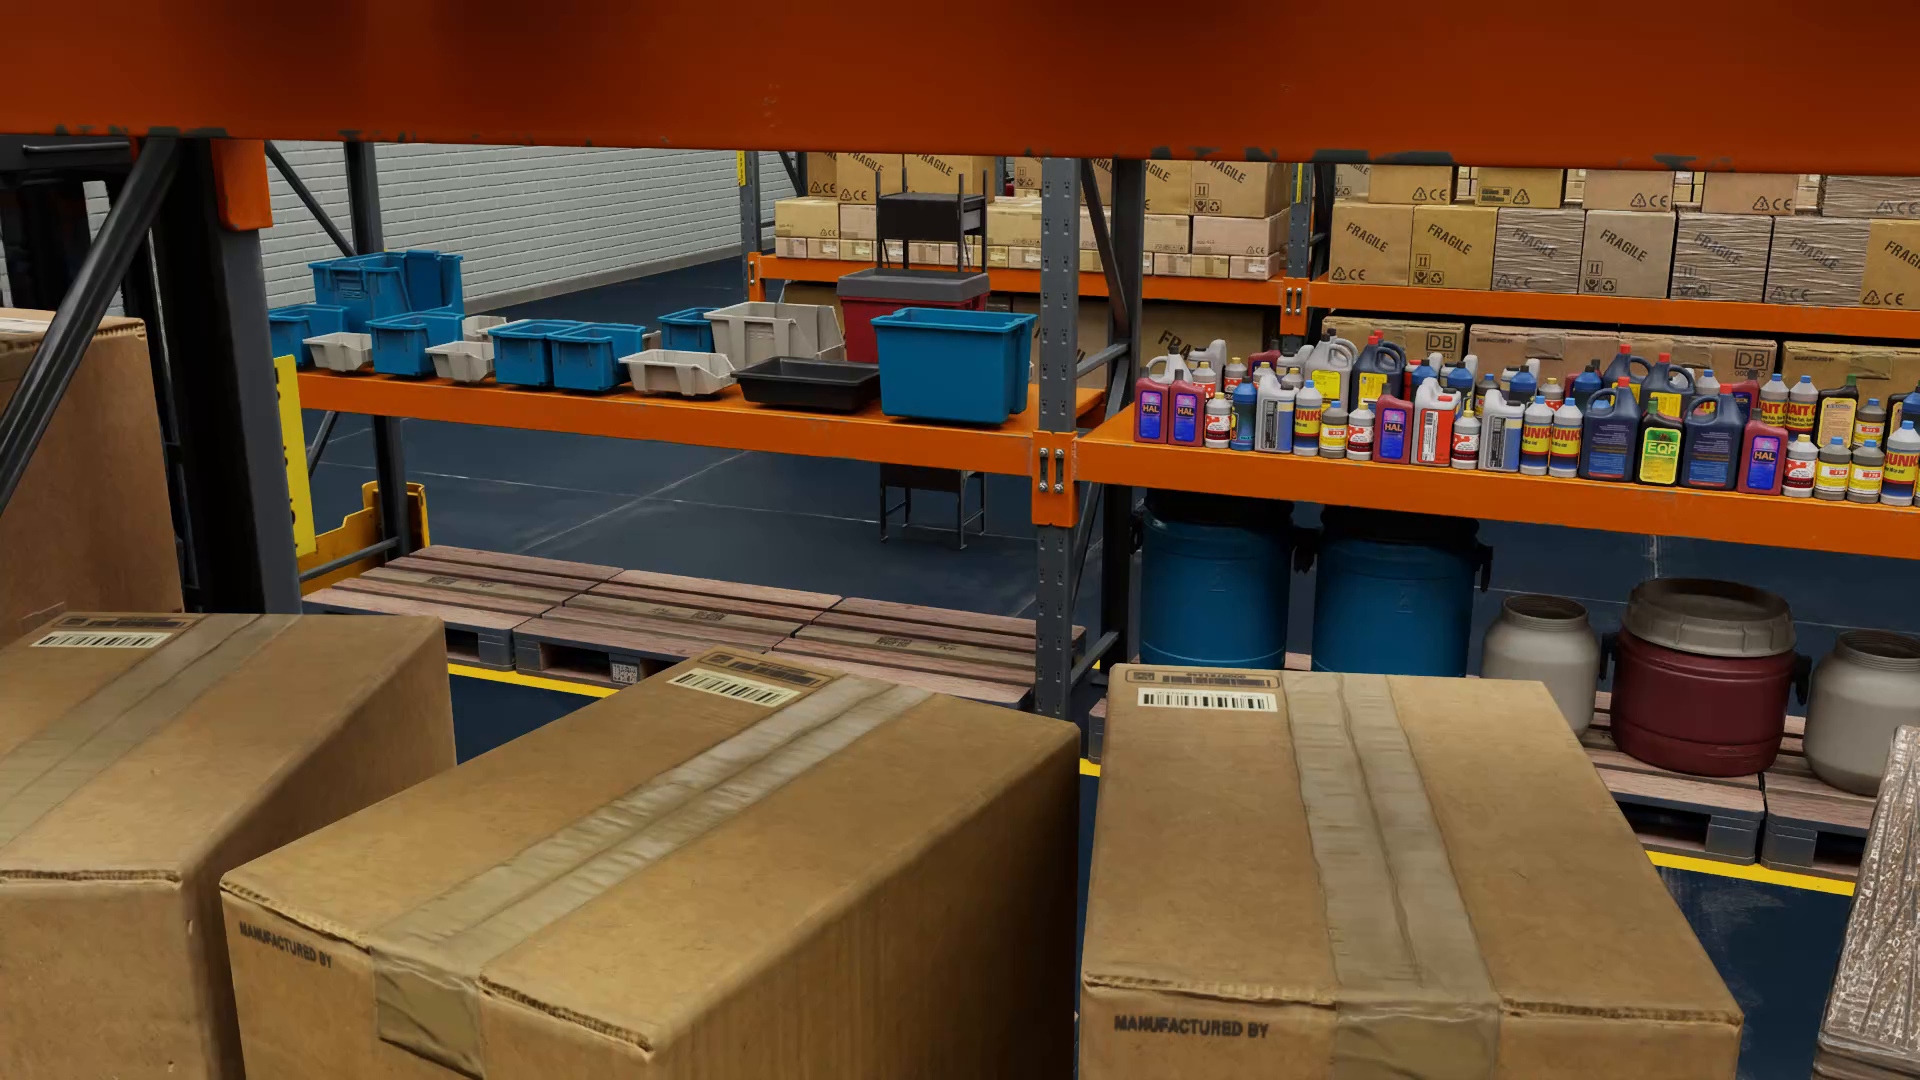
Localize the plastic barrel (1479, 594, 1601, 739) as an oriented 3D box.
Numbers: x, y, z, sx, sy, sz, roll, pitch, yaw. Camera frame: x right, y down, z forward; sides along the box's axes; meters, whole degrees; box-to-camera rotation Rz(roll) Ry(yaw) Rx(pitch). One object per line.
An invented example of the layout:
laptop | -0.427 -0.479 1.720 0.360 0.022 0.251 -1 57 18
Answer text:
plastic barrel | 2.190 0.496 6.294 0.421 0.512 0.421 0 16 0

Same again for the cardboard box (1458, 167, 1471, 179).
cardboard box | 4.468 -3.335 14.947 0.250 0.149 0.380 7 17 22

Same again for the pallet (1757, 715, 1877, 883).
pallet | 3.511 0.968 5.961 1.213 0.211 1.003 6 17 21

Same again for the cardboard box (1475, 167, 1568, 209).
cardboard box | 3.588 -2.388 10.542 0.637 0.503 0.797 6 17 21

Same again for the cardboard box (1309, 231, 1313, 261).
cardboard box | 4.615 -3.720 20.950 0.875 0.438 0.875 6 17 19

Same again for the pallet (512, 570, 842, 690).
pallet | -1.298 0.439 7.783 1.213 0.211 1.003 6 17 21

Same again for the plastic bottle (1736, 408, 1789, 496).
plastic bottle | 2.664 -0.293 5.512 0.133 0.283 0.061 6 17 21

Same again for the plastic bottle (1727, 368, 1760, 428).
plastic bottle | 2.918 -0.503 6.237 0.133 0.283 0.061 6 17 21

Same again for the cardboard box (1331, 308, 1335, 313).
cardboard box | 3.604 -2.221 15.770 0.250 0.149 0.380 5 17 18

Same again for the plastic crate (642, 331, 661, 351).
plastic crate | -1.542 -0.904 7.774 0.250 0.136 0.298 6 17 21

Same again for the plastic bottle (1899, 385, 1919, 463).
plastic bottle | 3.426 -0.418 5.965 0.097 0.271 0.097 0 16 0

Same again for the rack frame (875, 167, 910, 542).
rack frame | -0.381 -1.050 9.525 0.015 2.100 0.400 6 17 21

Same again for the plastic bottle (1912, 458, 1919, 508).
plastic bottle | 3.140 -0.207 5.362 0.097 0.201 0.097 0 16 0

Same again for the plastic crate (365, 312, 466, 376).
plastic crate | -2.461 -0.890 7.552 0.300 0.233 0.416 6 17 21

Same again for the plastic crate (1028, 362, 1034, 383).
plastic crate | 0.159 -0.697 7.061 0.243 0.136 0.396 6 17 21

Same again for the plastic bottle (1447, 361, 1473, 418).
plastic bottle | 1.930 -0.555 6.437 0.097 0.271 0.097 0 16 0

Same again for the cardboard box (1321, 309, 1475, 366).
cardboard box | 2.959 -1.116 11.196 0.875 0.875 1.225 6 17 21

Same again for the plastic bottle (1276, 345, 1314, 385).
plastic bottle | 1.364 -0.657 6.779 0.135 0.276 0.152 6 17 21

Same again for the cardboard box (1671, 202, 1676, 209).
cardboard box | 4.302 -1.910 10.692 0.500 0.500 0.500 6 17 21

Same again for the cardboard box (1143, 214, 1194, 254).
cardboard box | 1.367 -2.095 11.247 0.500 0.250 0.500 7 18 22

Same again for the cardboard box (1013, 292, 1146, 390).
cardboard box | 0.935 -1.357 12.025 0.875 0.875 0.875 6 17 21

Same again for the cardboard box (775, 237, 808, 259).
cardboard box | -1.155 -2.162 12.190 0.250 0.149 0.380 6 17 21

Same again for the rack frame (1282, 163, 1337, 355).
rack frame | 2.356 -1.995 11.166 0.127 3.000 1.000 6 17 21

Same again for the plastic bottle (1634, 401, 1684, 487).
plastic bottle | 2.368 -0.326 5.624 0.133 0.283 0.061 6 17 21

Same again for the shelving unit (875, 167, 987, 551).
shelving unit | -0.154 -1.025 9.439 0.503 2.100 0.431 6 17 21

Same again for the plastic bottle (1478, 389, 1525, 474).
plastic bottle | 1.907 -0.386 5.847 0.135 0.276 0.152 6 17 21

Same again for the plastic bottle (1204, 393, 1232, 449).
plastic bottle | 0.962 -0.446 6.187 0.097 0.201 0.097 0 16 0

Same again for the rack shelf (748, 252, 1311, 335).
rack shelf | 0.496 -1.854 11.971 4.000 0.370 1.077 6 17 21

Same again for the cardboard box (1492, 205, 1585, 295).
cardboard box | 3.626 -1.829 10.413 0.500 0.500 0.500 6 17 19

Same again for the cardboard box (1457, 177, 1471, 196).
cardboard box | 4.468 -3.193 14.988 0.250 0.149 0.380 5 17 18

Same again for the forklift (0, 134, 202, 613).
forklift | -2.968 -0.335 5.569 3.031 2.935 1.130 8 18 25

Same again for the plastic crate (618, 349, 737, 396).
plastic crate | -1.191 -0.713 7.114 0.466 0.136 0.293 6 17 21

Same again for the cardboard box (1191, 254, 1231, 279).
cardboard box | 1.712 -1.847 11.106 0.250 0.149 0.380 7 17 22

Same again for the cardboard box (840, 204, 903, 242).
cardboard box | -0.531 -2.305 11.967 0.500 0.250 0.500 6 17 20

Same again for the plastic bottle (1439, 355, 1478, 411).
plastic bottle | 1.958 -0.592 6.554 0.135 0.276 0.152 6 17 21

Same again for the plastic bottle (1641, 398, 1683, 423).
plastic bottle | 2.390 -0.341 5.678 0.133 0.283 0.061 6 17 21

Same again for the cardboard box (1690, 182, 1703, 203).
cardboard box | 6.413 -2.980 14.255 0.250 0.149 0.380 5 17 18

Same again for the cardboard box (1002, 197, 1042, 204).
cardboard box | 0.615 -2.338 12.083 0.500 0.250 0.500 6 17 21

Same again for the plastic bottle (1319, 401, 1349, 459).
plastic bottle | 1.359 -0.403 6.037 0.097 0.201 0.097 0 16 0

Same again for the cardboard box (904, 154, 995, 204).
cardboard box | -0.068 -2.614 11.687 0.500 0.500 0.500 6 17 19

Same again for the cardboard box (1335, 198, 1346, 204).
cardboard box | 3.639 -3.117 15.481 0.250 0.149 0.380 6 17 19

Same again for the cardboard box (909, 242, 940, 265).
cardboard box | -0.199 -2.057 11.830 0.250 0.149 0.380 6 17 20

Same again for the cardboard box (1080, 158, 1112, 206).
cardboard box | 1.064 -2.646 11.798 0.500 0.500 0.500 6 17 19

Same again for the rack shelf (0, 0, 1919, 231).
rack shelf | 0.579 -0.317 1.295 4.000 0.370 1.077 6 17 21

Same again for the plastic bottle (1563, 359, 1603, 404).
plastic bottle | 2.406 -0.560 6.431 0.133 0.283 0.061 6 17 21

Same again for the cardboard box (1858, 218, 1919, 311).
cardboard box | 5.527 -1.620 9.695 0.500 0.500 0.500 7 18 22

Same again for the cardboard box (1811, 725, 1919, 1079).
cardboard box | 1.031 0.555 1.449 0.500 0.500 0.700 10 19 31

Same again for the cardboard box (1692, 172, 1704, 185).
cardboard box | 6.407 -3.123 14.215 0.250 0.149 0.380 6 17 20

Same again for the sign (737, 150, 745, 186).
sign | -1.574 -2.715 11.950 0.005 0.325 0.100 6 17 21

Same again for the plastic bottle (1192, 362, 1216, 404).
plastic bottle | 0.996 -0.624 6.801 0.097 0.201 0.097 0 16 0

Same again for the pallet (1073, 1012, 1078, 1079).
pallet | -0.579 0.776 1.965 1.213 0.211 1.003 6 17 21

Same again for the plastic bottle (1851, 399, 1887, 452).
plastic bottle | 3.324 -0.414 6.076 0.097 0.201 0.097 0 16 0
